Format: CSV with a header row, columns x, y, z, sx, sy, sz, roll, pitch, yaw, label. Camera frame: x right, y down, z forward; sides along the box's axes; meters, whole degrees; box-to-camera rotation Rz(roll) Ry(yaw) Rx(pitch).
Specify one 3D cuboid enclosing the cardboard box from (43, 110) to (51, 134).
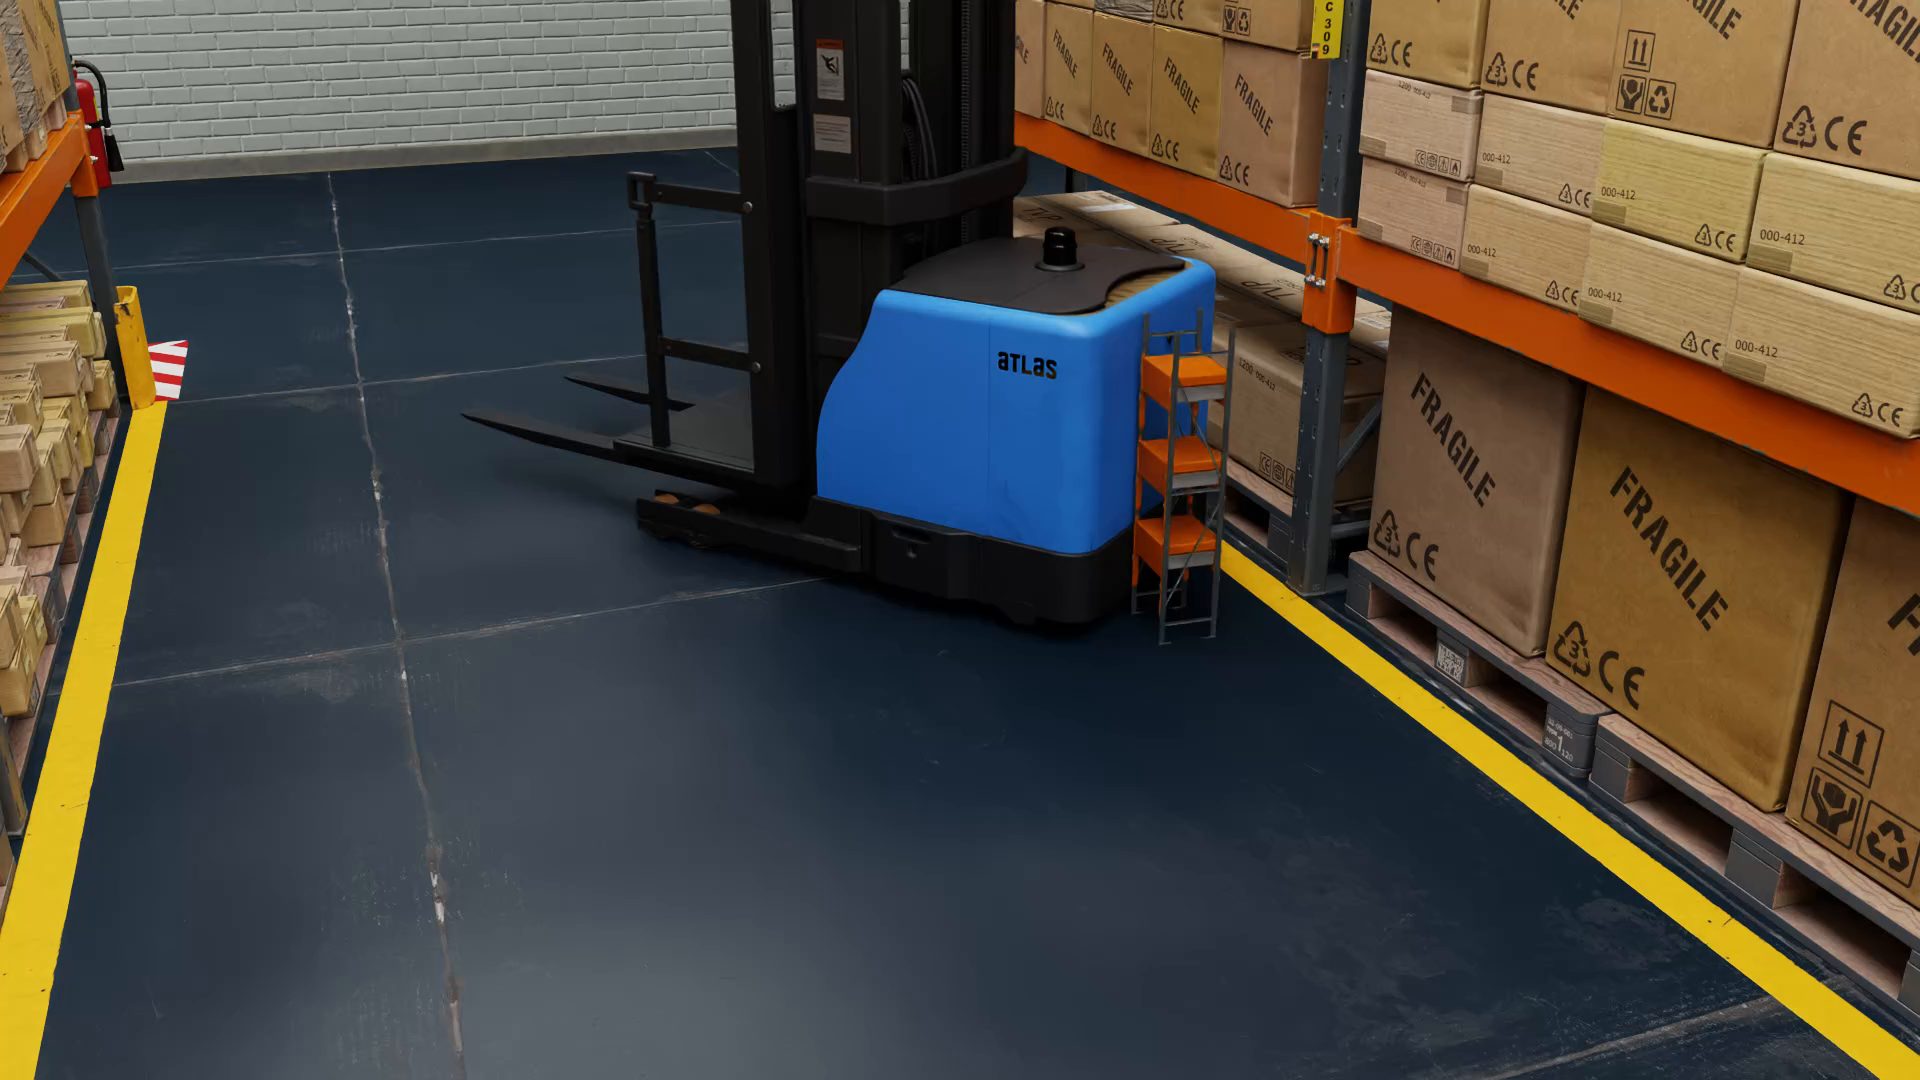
x,y,z,sx,sy,sz,roll,pitch,yaw,label
-3.941,-1.712,6.773,0.380,0.149,0.250,-8,24,-19,cardboard box

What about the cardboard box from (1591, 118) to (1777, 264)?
x,y,z,sx,sy,sz,roll,pitch,yaw,label
1.890,-0.856,3.967,0.500,0.250,0.500,-8,24,-18,cardboard box

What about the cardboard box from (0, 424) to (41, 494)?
x,y,z,sx,sy,sz,roll,pitch,yaw,label
-3.193,-0.246,5.335,0.380,0.149,0.250,-8,24,-18,cardboard box

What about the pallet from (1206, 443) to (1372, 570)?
x,y,z,sx,sy,sz,roll,pitch,yaw,label
1.439,-0.268,6.613,1.003,0.211,1.213,-8,24,-19,pallet

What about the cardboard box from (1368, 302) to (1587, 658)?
x,y,z,sx,sy,sz,roll,pitch,yaw,label
1.929,-0.266,5.213,0.875,0.875,0.875,-8,24,-17,cardboard box

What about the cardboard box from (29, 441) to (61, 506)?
x,y,z,sx,sy,sz,roll,pitch,yaw,label
-3.280,-0.207,5.627,0.380,0.149,0.250,-9,24,-19,cardboard box

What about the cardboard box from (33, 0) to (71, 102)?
x,y,z,sx,sy,sz,roll,pitch,yaw,label
-3.974,-2.058,6.759,0.500,0.500,0.500,-8,24,-18,cardboard box

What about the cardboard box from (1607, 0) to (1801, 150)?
x,y,z,sx,sy,sz,roll,pitch,yaw,label
1.902,-1.209,3.841,0.500,0.500,0.500,-9,24,-20,cardboard box

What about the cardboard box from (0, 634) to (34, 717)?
x,y,z,sx,sy,sz,roll,pitch,yaw,label
-2.788,0.394,4.583,0.380,0.149,0.250,-9,25,-21,cardboard box

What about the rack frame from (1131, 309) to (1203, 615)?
x,y,z,sx,sy,sz,roll,pitch,yaw,label
0.677,-0.242,5.471,0.200,1.050,0.008,-6,24,-15,rack frame

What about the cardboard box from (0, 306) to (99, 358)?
x,y,z,sx,sy,sz,roll,pitch,yaw,label
-3.704,-0.824,6.706,0.380,0.149,0.250,-9,24,-20,cardboard box

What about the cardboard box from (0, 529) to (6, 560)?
x,y,z,sx,sy,sz,roll,pitch,yaw,label
-2.930,0.035,4.670,0.380,0.149,0.250,-7,24,-16,cardboard box

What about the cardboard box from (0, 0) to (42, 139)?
x,y,z,sx,sy,sz,roll,pitch,yaw,label
-3.609,-1.687,5.880,0.500,0.500,0.500,-8,24,-19,cardboard box

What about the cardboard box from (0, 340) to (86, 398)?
x,y,z,sx,sy,sz,roll,pitch,yaw,label
-3.525,-0.631,6.248,0.380,0.149,0.250,-7,24,-17,cardboard box

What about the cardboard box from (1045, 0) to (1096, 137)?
x,y,z,sx,sy,sz,roll,pitch,yaw,label
0.683,-2.004,7.014,0.500,0.500,0.500,-8,24,-17,cardboard box

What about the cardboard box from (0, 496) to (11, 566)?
x,y,z,sx,sy,sz,roll,pitch,yaw,label
-3.175,-0.004,5.144,0.380,0.149,0.250,-10,25,-22,cardboard box

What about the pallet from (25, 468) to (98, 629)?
x,y,z,sx,sy,sz,roll,pitch,yaw,label
-3.666,0.052,5.854,1.003,0.211,1.213,-8,24,-19,pallet

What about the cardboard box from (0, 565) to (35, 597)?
x,y,z,sx,sy,sz,roll,pitch,yaw,label
-3.019,0.214,5.009,0.380,0.149,0.250,-8,24,-19,cardboard box

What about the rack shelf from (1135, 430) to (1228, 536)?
x,y,z,sx,sy,sz,roll,pitch,yaw,label
0.711,-0.186,5.367,0.215,0.259,0.240,-6,24,-15,rack shelf

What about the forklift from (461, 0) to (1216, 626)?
x,y,z,sx,sy,sz,roll,pitch,yaw,label
-0.619,-1.477,5.981,3.031,2.935,1.130,13,26,29,forklift

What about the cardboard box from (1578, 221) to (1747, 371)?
x,y,z,sx,sy,sz,roll,pitch,yaw,label
1.894,-0.624,4.062,0.500,0.250,0.500,-9,24,-19,cardboard box

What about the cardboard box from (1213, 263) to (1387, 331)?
x,y,z,sx,sy,sz,roll,pitch,yaw,label
1.197,-0.846,7.154,0.875,0.438,0.875,-9,25,-21,cardboard box

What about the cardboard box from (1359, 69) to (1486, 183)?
x,y,z,sx,sy,sz,roll,pitch,yaw,label
1.526,-1.228,4.851,0.500,0.250,0.500,-9,24,-21,cardboard box

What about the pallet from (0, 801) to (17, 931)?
x,y,z,sx,sy,sz,roll,pitch,yaw,label
-2.684,1.018,3.563,1.003,0.211,1.213,-8,24,-19,pallet

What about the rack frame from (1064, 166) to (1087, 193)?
x,y,z,sx,sy,sz,roll,pitch,yaw,label
0.222,-2.719,8.839,1.000,3.000,0.127,-8,24,-19,rack frame

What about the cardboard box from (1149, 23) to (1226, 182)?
x,y,z,sx,sy,sz,roll,pitch,yaw,label
1.045,-1.631,6.129,0.500,0.500,0.500,-9,24,-20,cardboard box

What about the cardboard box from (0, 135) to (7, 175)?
x,y,z,sx,sy,sz,roll,pitch,yaw,label
-3.225,-1.314,4.994,0.500,0.500,0.500,-9,24,-20,cardboard box

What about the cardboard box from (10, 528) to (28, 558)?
x,y,z,sx,sy,sz,roll,pitch,yaw,label
-3.283,0.036,5.432,0.380,0.149,0.250,-9,25,-21,cardboard box

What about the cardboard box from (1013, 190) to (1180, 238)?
x,y,z,sx,sy,sz,roll,pitch,yaw,label
0.548,-1.506,8.718,0.875,0.438,0.875,-9,25,-21,cardboard box

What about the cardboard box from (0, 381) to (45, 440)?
x,y,z,sx,sy,sz,roll,pitch,yaw,label
-3.416,-0.428,5.768,0.380,0.149,0.250,-8,24,-19,cardboard box

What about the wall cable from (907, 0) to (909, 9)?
x,y,z,sx,sy,sz,roll,pitch,yaw,label
-0.469,-5.431,13.967,0.588,1.984,0.122,-8,24,-19,wall cable

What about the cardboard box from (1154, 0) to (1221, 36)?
x,y,z,sx,sy,sz,roll,pitch,yaw,label
1.038,-2.091,5.934,0.500,0.500,0.500,-9,24,-20,cardboard box

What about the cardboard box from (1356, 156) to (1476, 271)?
x,y,z,sx,sy,sz,roll,pitch,yaw,label
1.543,-1.000,4.954,0.500,0.250,0.500,-9,24,-20,cardboard box

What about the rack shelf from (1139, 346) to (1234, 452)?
x,y,z,sx,sy,sz,roll,pitch,yaw,label
0.711,-0.448,5.257,0.215,0.259,0.240,-6,24,-15,rack shelf

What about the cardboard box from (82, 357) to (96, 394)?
x,y,z,sx,sy,sz,roll,pitch,yaw,label
-3.735,-0.679,6.745,0.380,0.149,0.250,-9,25,-21,cardboard box

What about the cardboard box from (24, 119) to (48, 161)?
x,y,z,sx,sy,sz,roll,pitch,yaw,label
-3.726,-1.533,6.350,0.380,0.149,0.250,-8,24,-18,cardboard box

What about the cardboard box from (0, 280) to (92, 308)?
x,y,z,sx,sy,sz,roll,pitch,yaw,label
-3.949,-0.999,7.123,0.380,0.149,0.250,-8,24,-18,cardboard box

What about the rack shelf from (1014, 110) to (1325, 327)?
x,y,z,sx,sy,sz,roll,pitch,yaw,label
0.928,-1.661,7.254,1.077,0.370,4.000,-8,24,-19,rack shelf

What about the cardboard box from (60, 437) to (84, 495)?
x,y,z,sx,sy,sz,roll,pitch,yaw,label
-3.468,-0.259,6.132,0.380,0.149,0.250,-8,24,-18,cardboard box

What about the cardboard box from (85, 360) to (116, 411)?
x,y,z,sx,sy,sz,roll,pitch,yaw,label
-3.807,-0.641,7.038,0.380,0.149,0.250,-8,24,-17,cardboard box

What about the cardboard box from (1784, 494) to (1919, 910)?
x,y,z,sx,sy,sz,roll,pitch,yaw,label
2.570,0.386,3.666,0.875,0.875,0.875,-8,24,-18,cardboard box

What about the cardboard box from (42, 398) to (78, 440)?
x,y,z,sx,sy,sz,roll,pitch,yaw,label
-3.467,-0.397,6.076,0.380,0.149,0.250,-7,24,-16,cardboard box

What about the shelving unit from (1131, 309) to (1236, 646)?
x,y,z,sx,sy,sz,roll,pitch,yaw,label
0.711,-0.196,5.363,0.215,1.050,0.252,-6,24,-15,shelving unit

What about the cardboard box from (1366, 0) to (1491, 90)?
x,y,z,sx,sy,sz,roll,pitch,yaw,label
1.521,-1.573,4.704,0.500,0.500,0.500,-8,24,-18,cardboard box

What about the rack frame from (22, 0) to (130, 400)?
x,y,z,sx,sy,sz,roll,pitch,yaw,label
-4.373,-2.003,7.140,1.000,3.000,0.127,-8,24,-19,rack frame

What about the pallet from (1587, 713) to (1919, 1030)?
x,y,z,sx,sy,sz,roll,pitch,yaw,label
2.413,0.734,4.238,1.003,0.211,1.213,-8,24,-19,pallet

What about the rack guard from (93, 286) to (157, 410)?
x,y,z,sx,sy,sz,roll,pitch,yaw,label
-4.347,-0.824,7.560,1.175,0.500,0.348,-8,24,-19,rack guard

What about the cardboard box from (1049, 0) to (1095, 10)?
x,y,z,sx,sy,sz,roll,pitch,yaw,label
0.680,-2.458,6.804,0.500,0.500,0.500,-8,24,-19,cardboard box
